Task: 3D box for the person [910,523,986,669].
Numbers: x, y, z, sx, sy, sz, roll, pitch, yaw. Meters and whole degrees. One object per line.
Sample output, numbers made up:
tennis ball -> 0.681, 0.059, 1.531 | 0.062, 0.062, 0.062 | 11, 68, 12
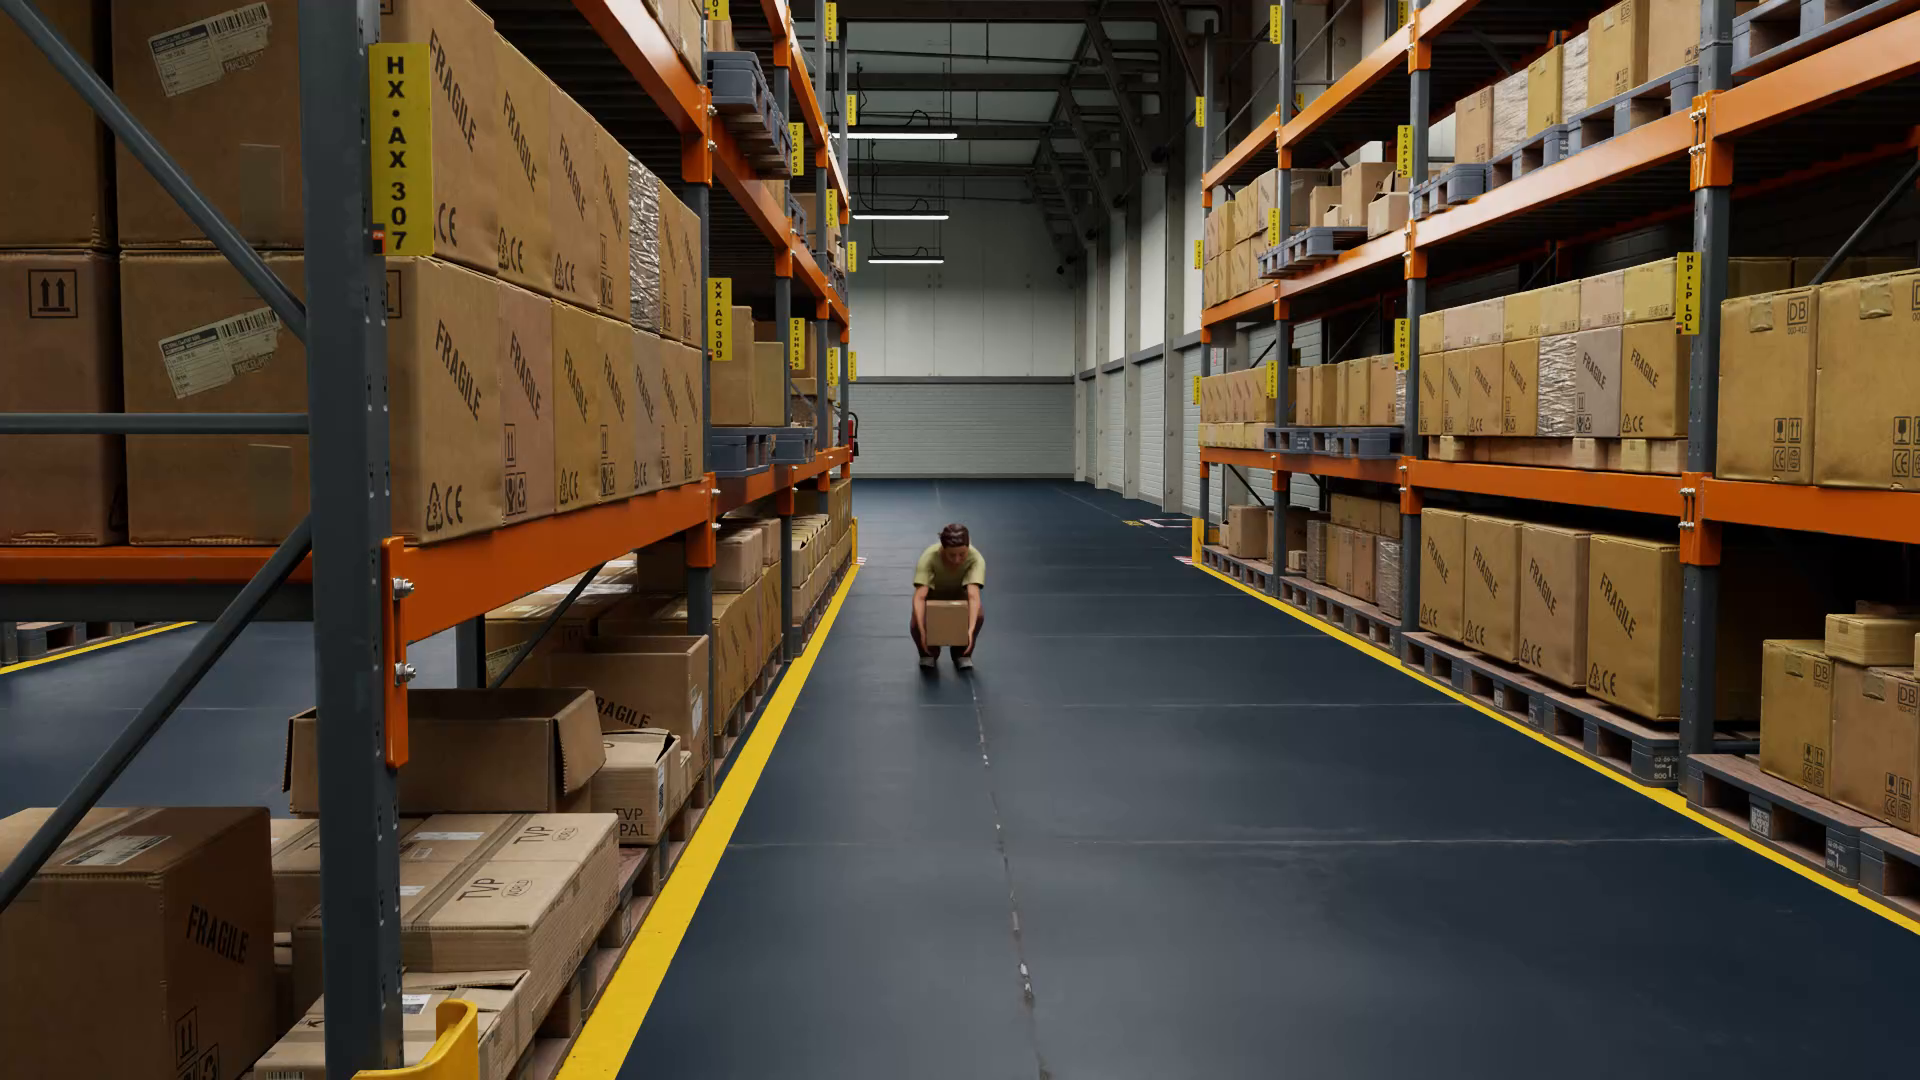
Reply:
person -> -0.075, 0.347, 10.403 | 0.471, 0.933, 0.802 | 0, 4, -1
